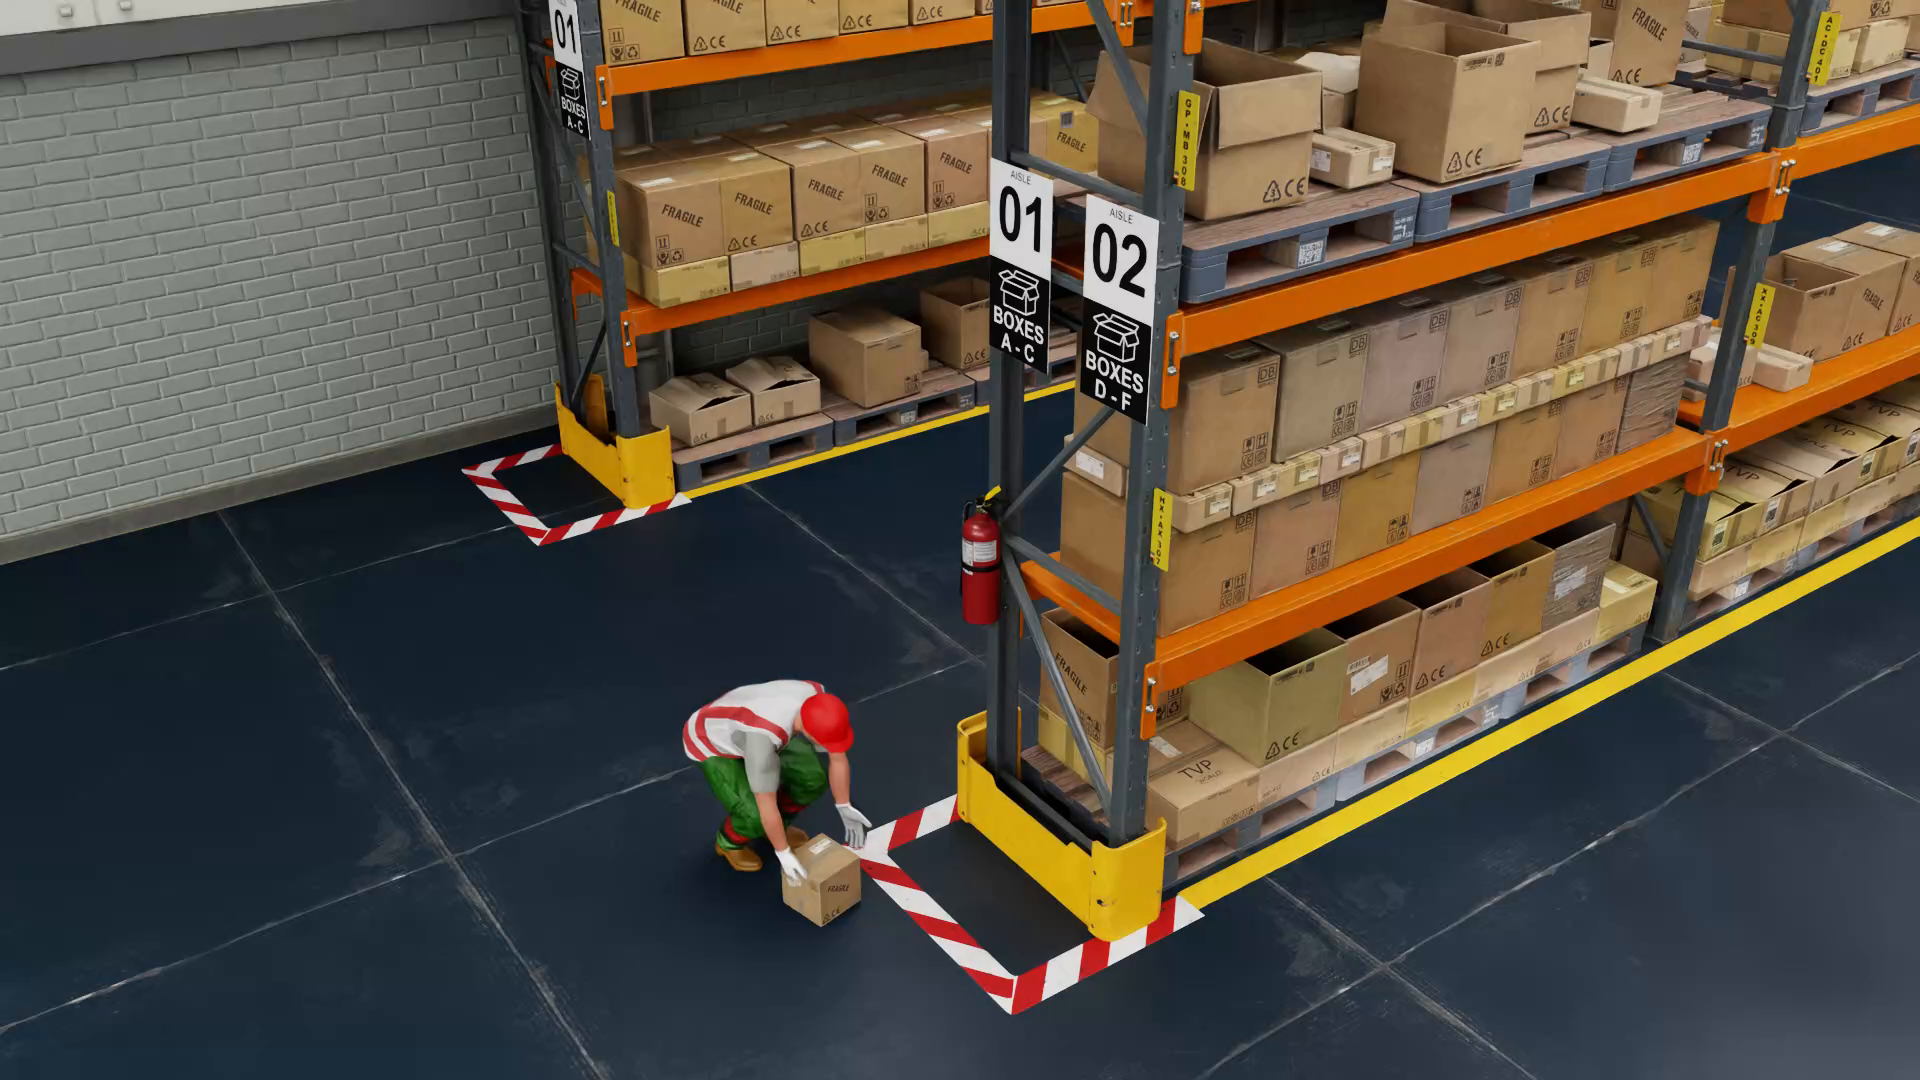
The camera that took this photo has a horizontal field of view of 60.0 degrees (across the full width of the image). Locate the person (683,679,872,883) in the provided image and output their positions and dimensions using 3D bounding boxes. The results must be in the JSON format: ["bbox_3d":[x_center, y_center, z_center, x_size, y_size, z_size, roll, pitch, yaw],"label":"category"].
[{"bbox_3d":[-0.838,1.019,7.527,0.880,1.015,0.567,23,36,36],"label":"person"}]
